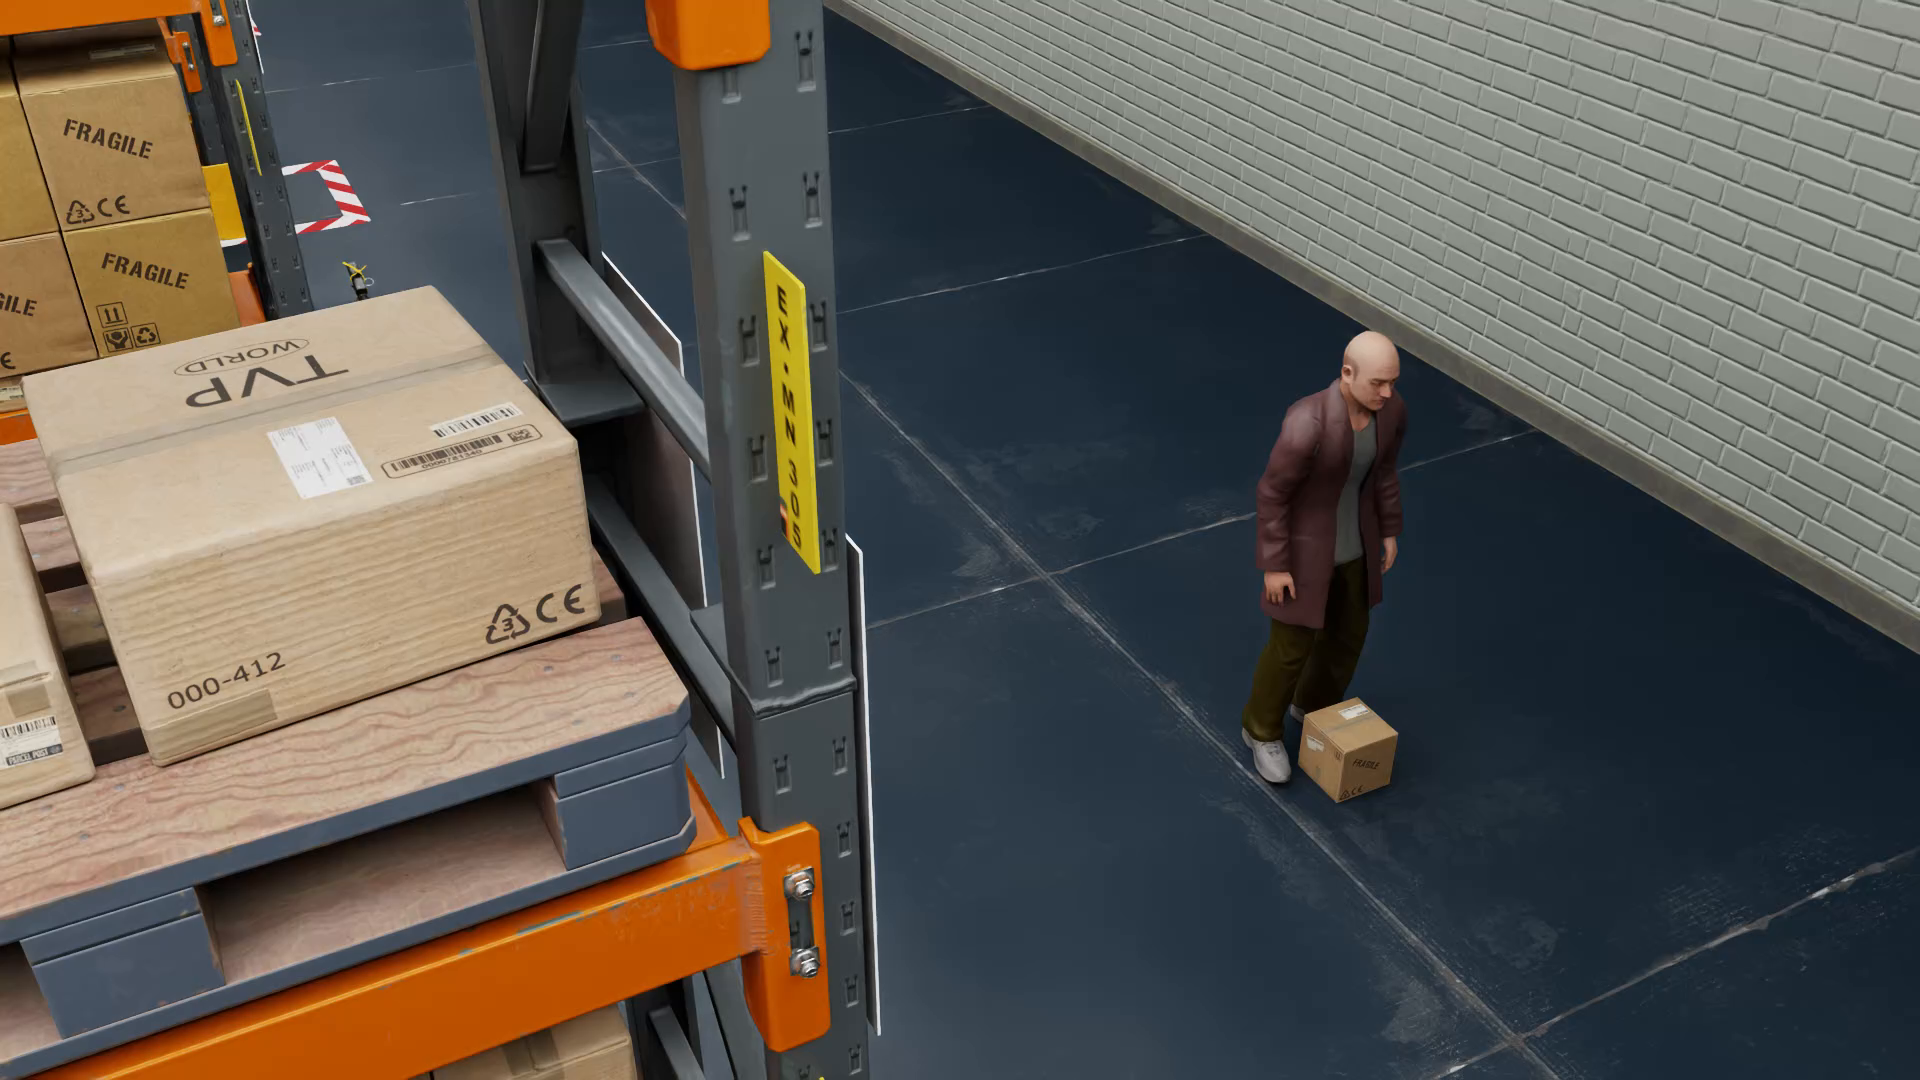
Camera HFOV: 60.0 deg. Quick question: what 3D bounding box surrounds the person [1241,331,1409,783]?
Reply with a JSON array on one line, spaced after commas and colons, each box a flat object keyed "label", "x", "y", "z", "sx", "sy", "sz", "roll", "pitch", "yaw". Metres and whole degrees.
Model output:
[{"label": "person", "x": 1.350, "y": 0.039, "z": 6.092, "sx": 0.644, "sy": 1.774, "sz": 0.420, "roll": -16, "pitch": 36, "yaw": -23}]
